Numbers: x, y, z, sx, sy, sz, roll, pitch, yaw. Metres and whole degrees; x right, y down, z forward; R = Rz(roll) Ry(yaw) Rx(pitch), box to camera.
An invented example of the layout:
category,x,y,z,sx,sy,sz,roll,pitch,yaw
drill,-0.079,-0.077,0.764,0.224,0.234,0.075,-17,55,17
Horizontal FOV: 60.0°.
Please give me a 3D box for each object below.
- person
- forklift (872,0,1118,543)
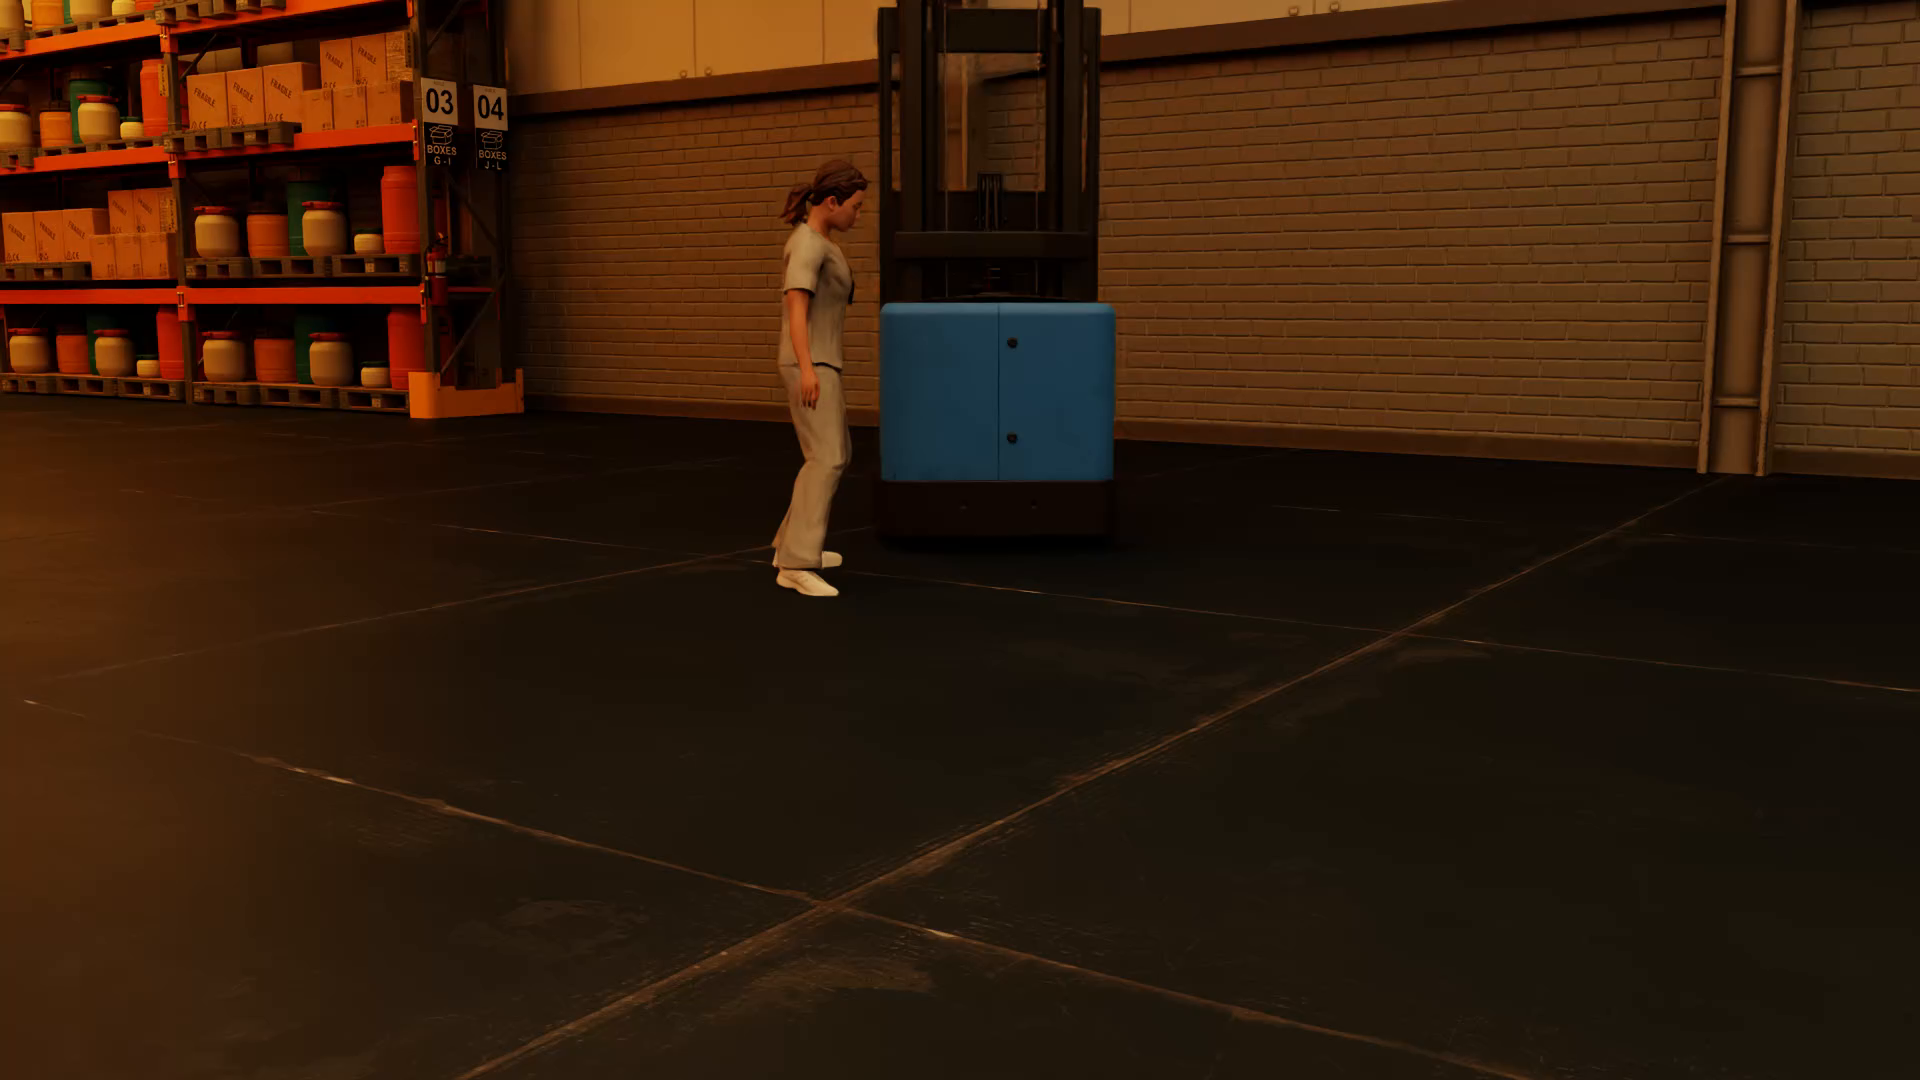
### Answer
category,x,y,z,sx,sy,sz,roll,pitch,yaw
person,-0.550,-0.634,6.467,0.385,1.626,0.885,-1,8,-7
forklift,0.139,-1.610,8.515,1.130,2.935,3.031,0,8,-1
